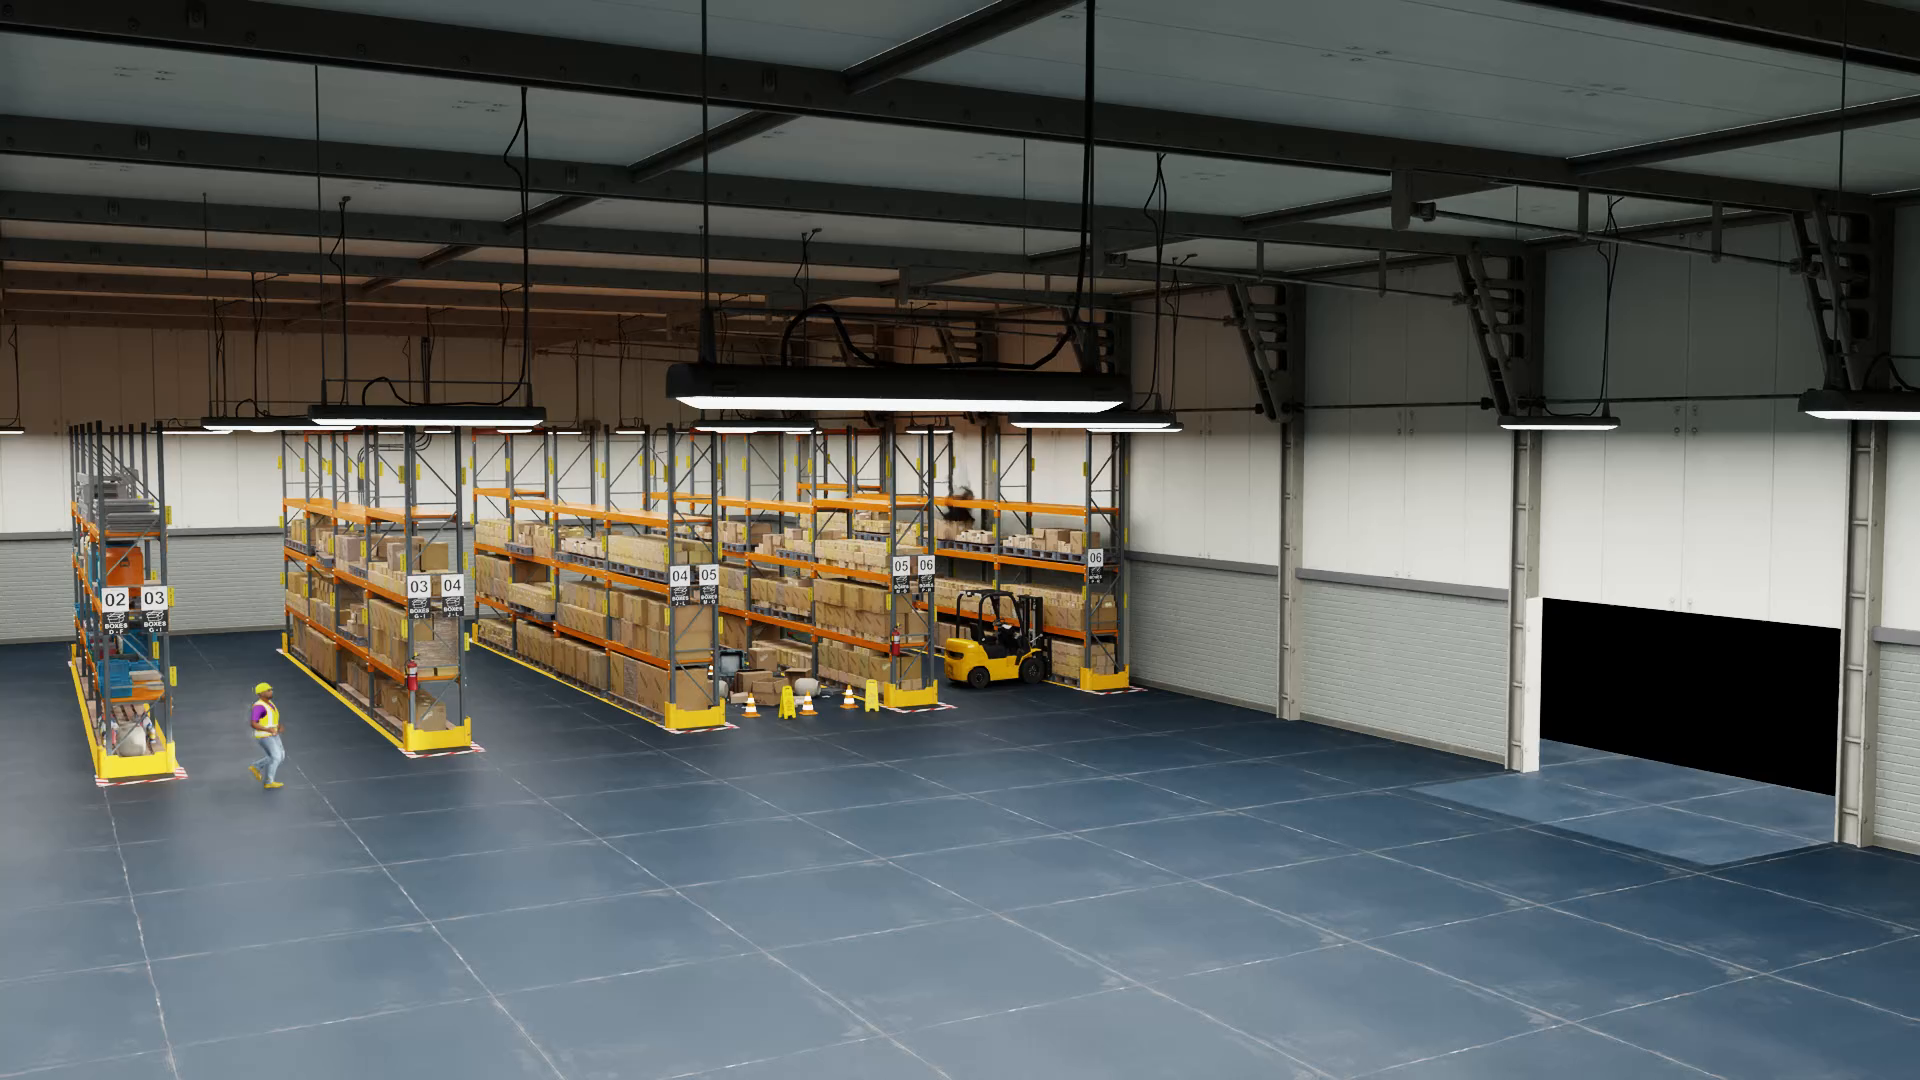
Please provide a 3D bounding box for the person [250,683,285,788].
[{"bbox_3d":[-11.328,3.186,27.128,0.608,1.715,0.697,0,4,-3],"label":"person"}]

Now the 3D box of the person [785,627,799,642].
[{"bbox_3d":[-4.468,2.089,44.750,0.654,1.744,0.532,-2,4,-30],"label":"person"}]
